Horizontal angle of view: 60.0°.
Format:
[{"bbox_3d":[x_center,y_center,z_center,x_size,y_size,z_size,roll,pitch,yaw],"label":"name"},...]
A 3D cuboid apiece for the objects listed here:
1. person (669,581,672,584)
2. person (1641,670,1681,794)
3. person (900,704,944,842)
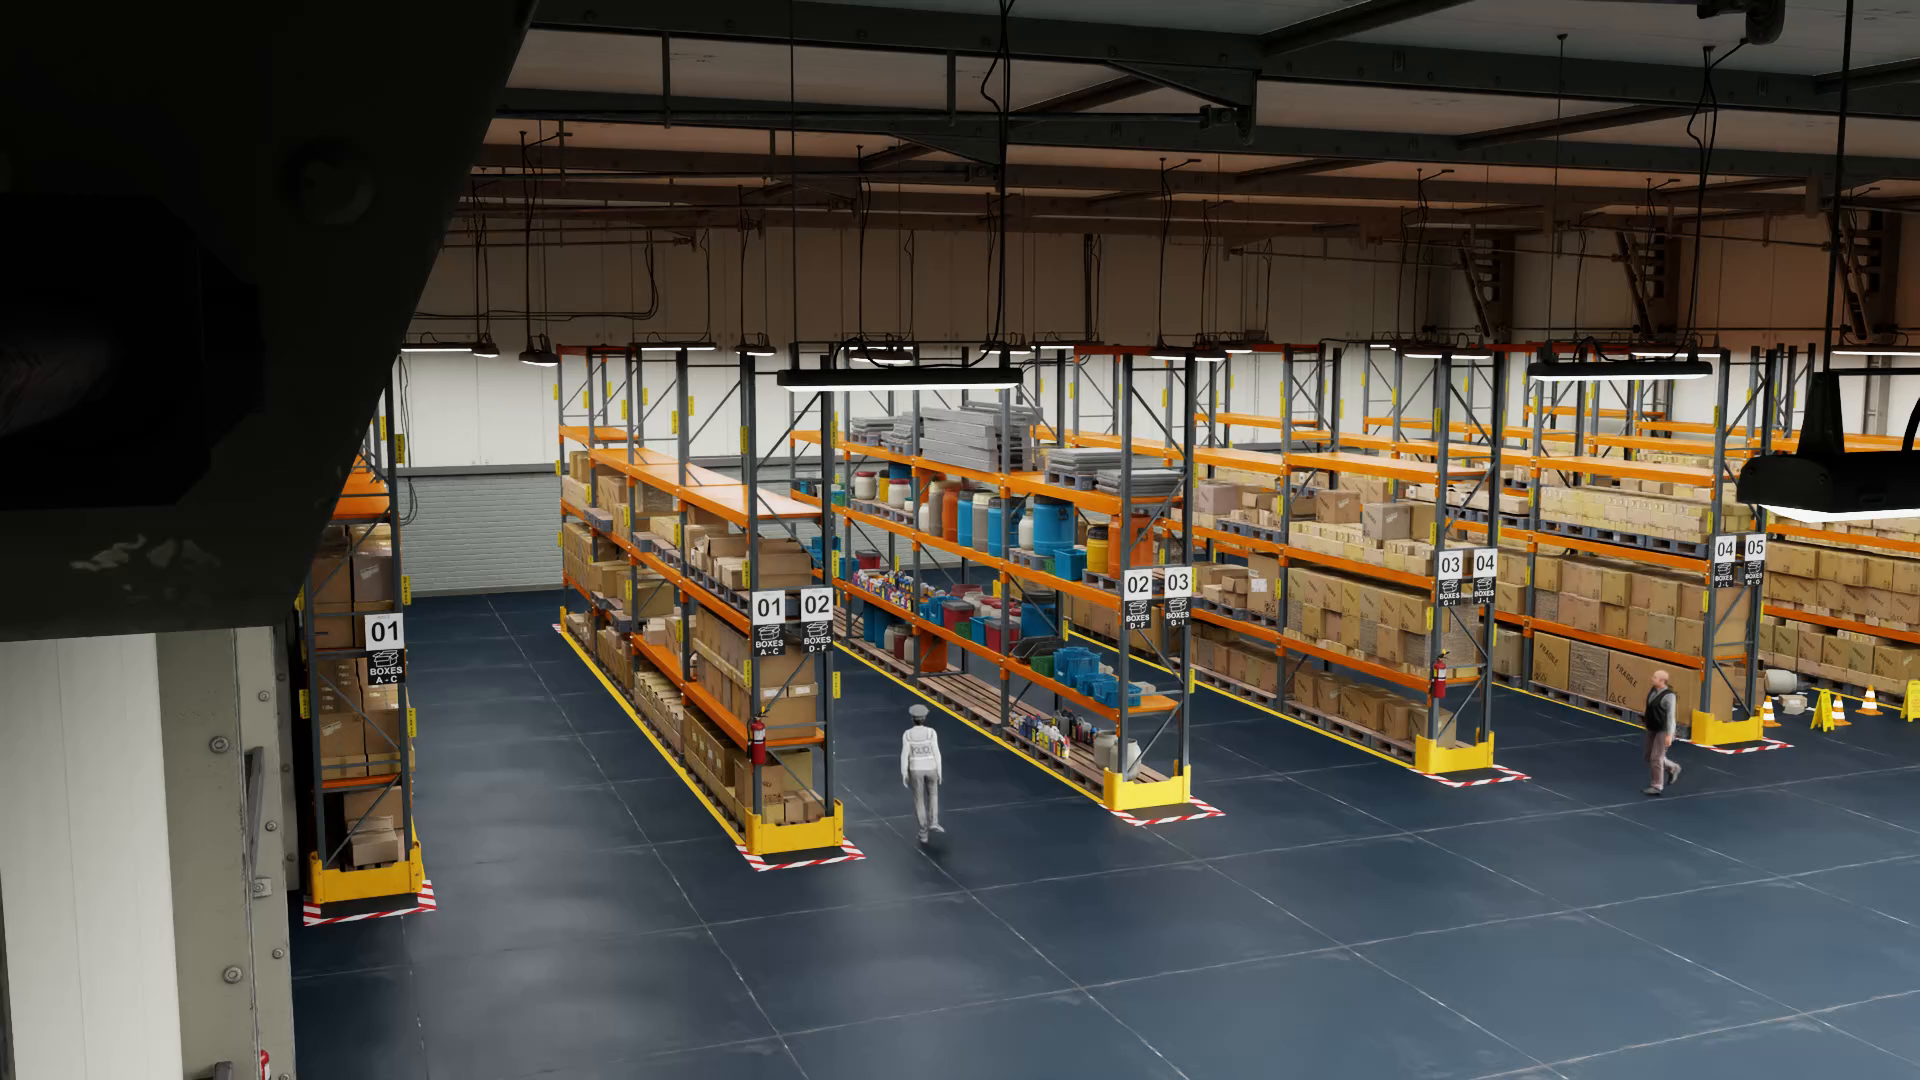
[{"bbox_3d":[-6.545,0.786,36.818,0.592,1.822,0.614,-2,8,-17],"label":"person"},{"bbox_3d":[9.605,2.604,22.675,0.688,1.709,0.542,-1,7,-11],"label":"person"},{"bbox_3d":[-0.471,2.887,20.593,0.526,1.675,0.467,-1,7,-11],"label":"person"}]
